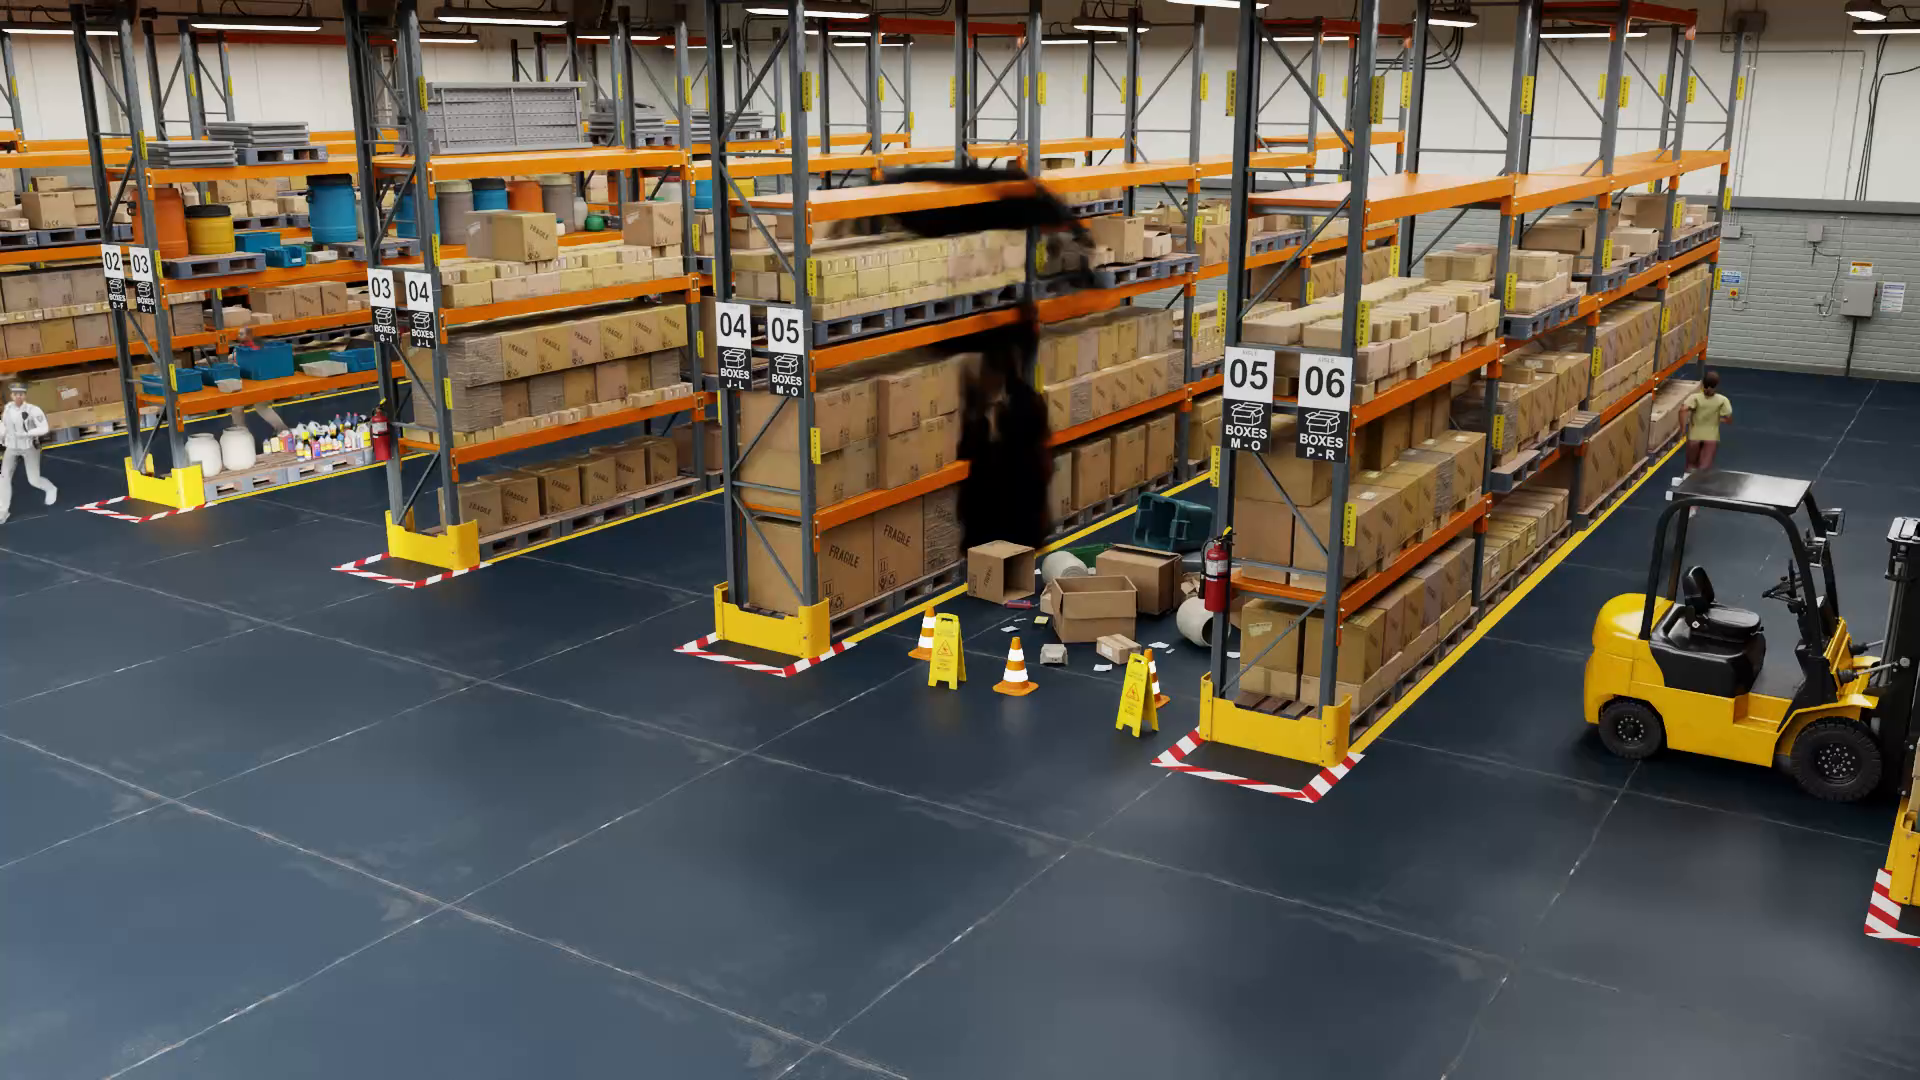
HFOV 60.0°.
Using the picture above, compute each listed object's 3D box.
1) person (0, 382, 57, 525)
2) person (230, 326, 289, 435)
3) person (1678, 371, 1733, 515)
[{"bbox_3d":[-11.302,-1.089,20.096,0.635,1.671,0.880,-1,16,-2],"label":"person"},{"bbox_3d":[-10.138,-2.185,23.780,0.653,1.748,0.921,10,19,33],"label":"person"},{"bbox_3d":[8.542,-1.082,19.132,0.567,1.722,0.688,8,18,28],"label":"person"}]
